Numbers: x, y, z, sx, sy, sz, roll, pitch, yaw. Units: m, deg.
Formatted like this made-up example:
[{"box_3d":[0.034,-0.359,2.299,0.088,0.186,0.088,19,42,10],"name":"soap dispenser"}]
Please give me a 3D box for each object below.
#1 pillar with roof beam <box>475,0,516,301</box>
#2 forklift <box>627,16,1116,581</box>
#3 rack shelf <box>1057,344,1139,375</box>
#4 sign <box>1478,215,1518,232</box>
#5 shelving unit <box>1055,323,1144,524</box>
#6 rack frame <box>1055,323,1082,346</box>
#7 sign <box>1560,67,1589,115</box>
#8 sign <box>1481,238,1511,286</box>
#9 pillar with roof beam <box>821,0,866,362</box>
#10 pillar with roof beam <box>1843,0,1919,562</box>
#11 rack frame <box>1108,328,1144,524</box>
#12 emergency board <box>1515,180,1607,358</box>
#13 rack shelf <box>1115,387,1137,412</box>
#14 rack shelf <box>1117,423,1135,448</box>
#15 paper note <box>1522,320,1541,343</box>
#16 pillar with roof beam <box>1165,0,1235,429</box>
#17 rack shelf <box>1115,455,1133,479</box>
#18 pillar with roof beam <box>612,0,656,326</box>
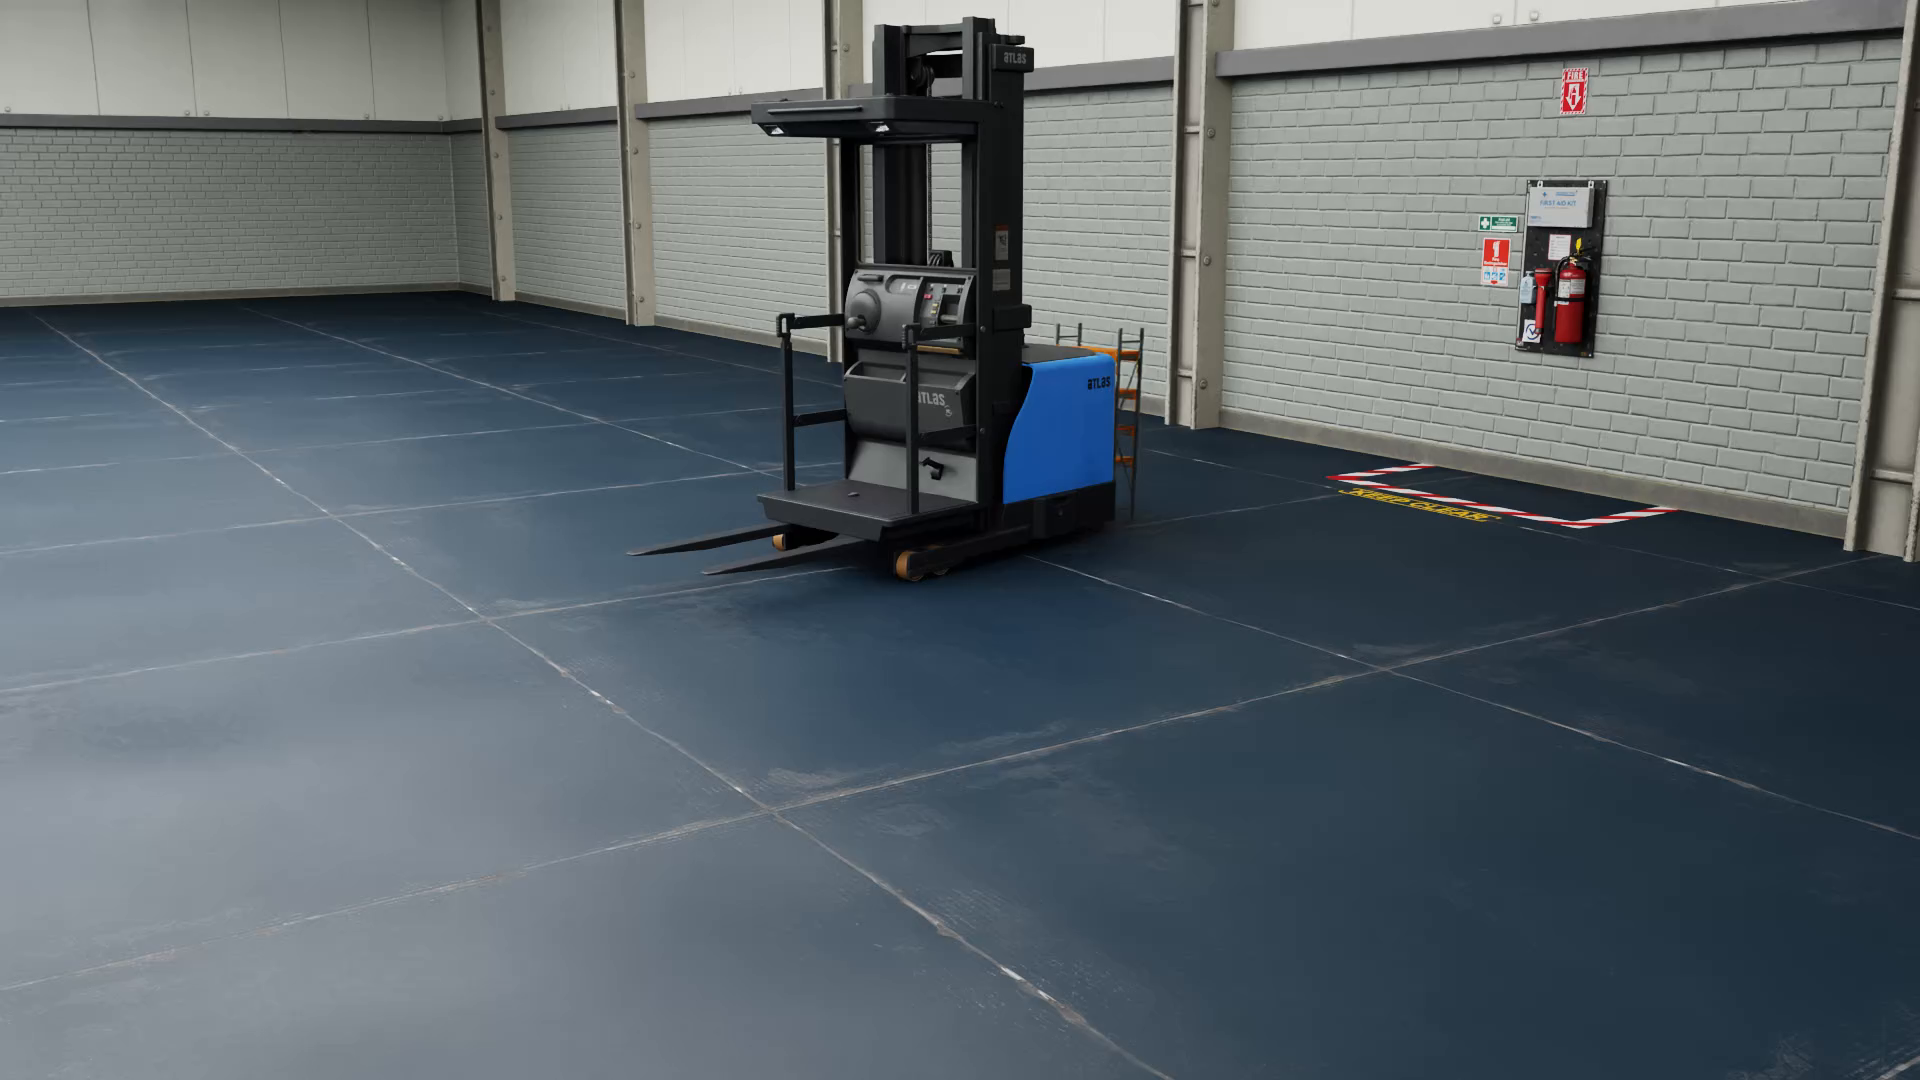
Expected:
[{"box_3d":[-11.540,-8.083,25.762,9.100,9.000,0.400,-8,15,-33],"name":"pillar with roof beam"},{"box_3d":[-0.431,-1.334,9.099,1.130,2.935,3.031,11,17,42],"name":"forklift"},{"box_3d":[0.857,-1.121,10.314,0.480,0.148,0.258,11,14,42],"name":"rack shelf"},{"box_3d":[3.778,-2.223,11.681,0.001,0.109,0.331,-8,15,-33],"name":"sign"},{"box_3d":[0.843,-0.735,10.383,0.503,1.200,0.258,11,14,42],"name":"shelving unit"},{"box_3d":[0.665,-0.771,10.546,0.015,1.200,0.240,11,14,42],"name":"rack frame"},{"box_3d":[4.082,-2.984,11.057,0.001,0.298,0.199,-8,15,-33],"name":"sign"},{"box_3d":[3.783,-1.966,11.746,0.001,0.329,0.234,-8,15,-33],"name":"sign"},{"box_3d":[-4.891,-5.949,16.002,9.100,9.000,0.400,-8,15,-33],"name":"pillar with roof beam"},{"box_3d":[1.757,-3.815,6.243,9.100,9.000,0.400,-8,15,-33],"name":"pillar with roof beam"},{"box_3d":[1.022,-0.699,10.221,0.015,1.200,0.240,11,14,42],"name":"rack frame"},{"box_3d":[4.004,-1.838,11.245,0.194,1.169,0.643,-8,15,-33],"name":"emergency board"},{"box_3d":[0.849,-0.889,10.356,0.480,0.148,0.258,11,14,42],"name":"rack shelf"},{"box_3d":[0.841,-0.669,10.395,0.480,0.148,0.258,11,14,42],"name":"rack shelf"},{"box_3d":[3.963,-1.447,11.520,0.016,0.148,0.142,-8,15,-33],"name":"paper note"},{"box_3d":[-1.567,-4.882,11.123,9.100,9.000,0.400,-8,15,-33],"name":"pillar with roof beam"},{"box_3d":[0.834,-0.473,10.431,0.480,0.148,0.258,11,14,42],"name":"rack shelf"},{"box_3d":[-8.215,-7.016,20.882,9.100,9.000,0.400,-8,15,-33],"name":"pillar with roof beam"}]
